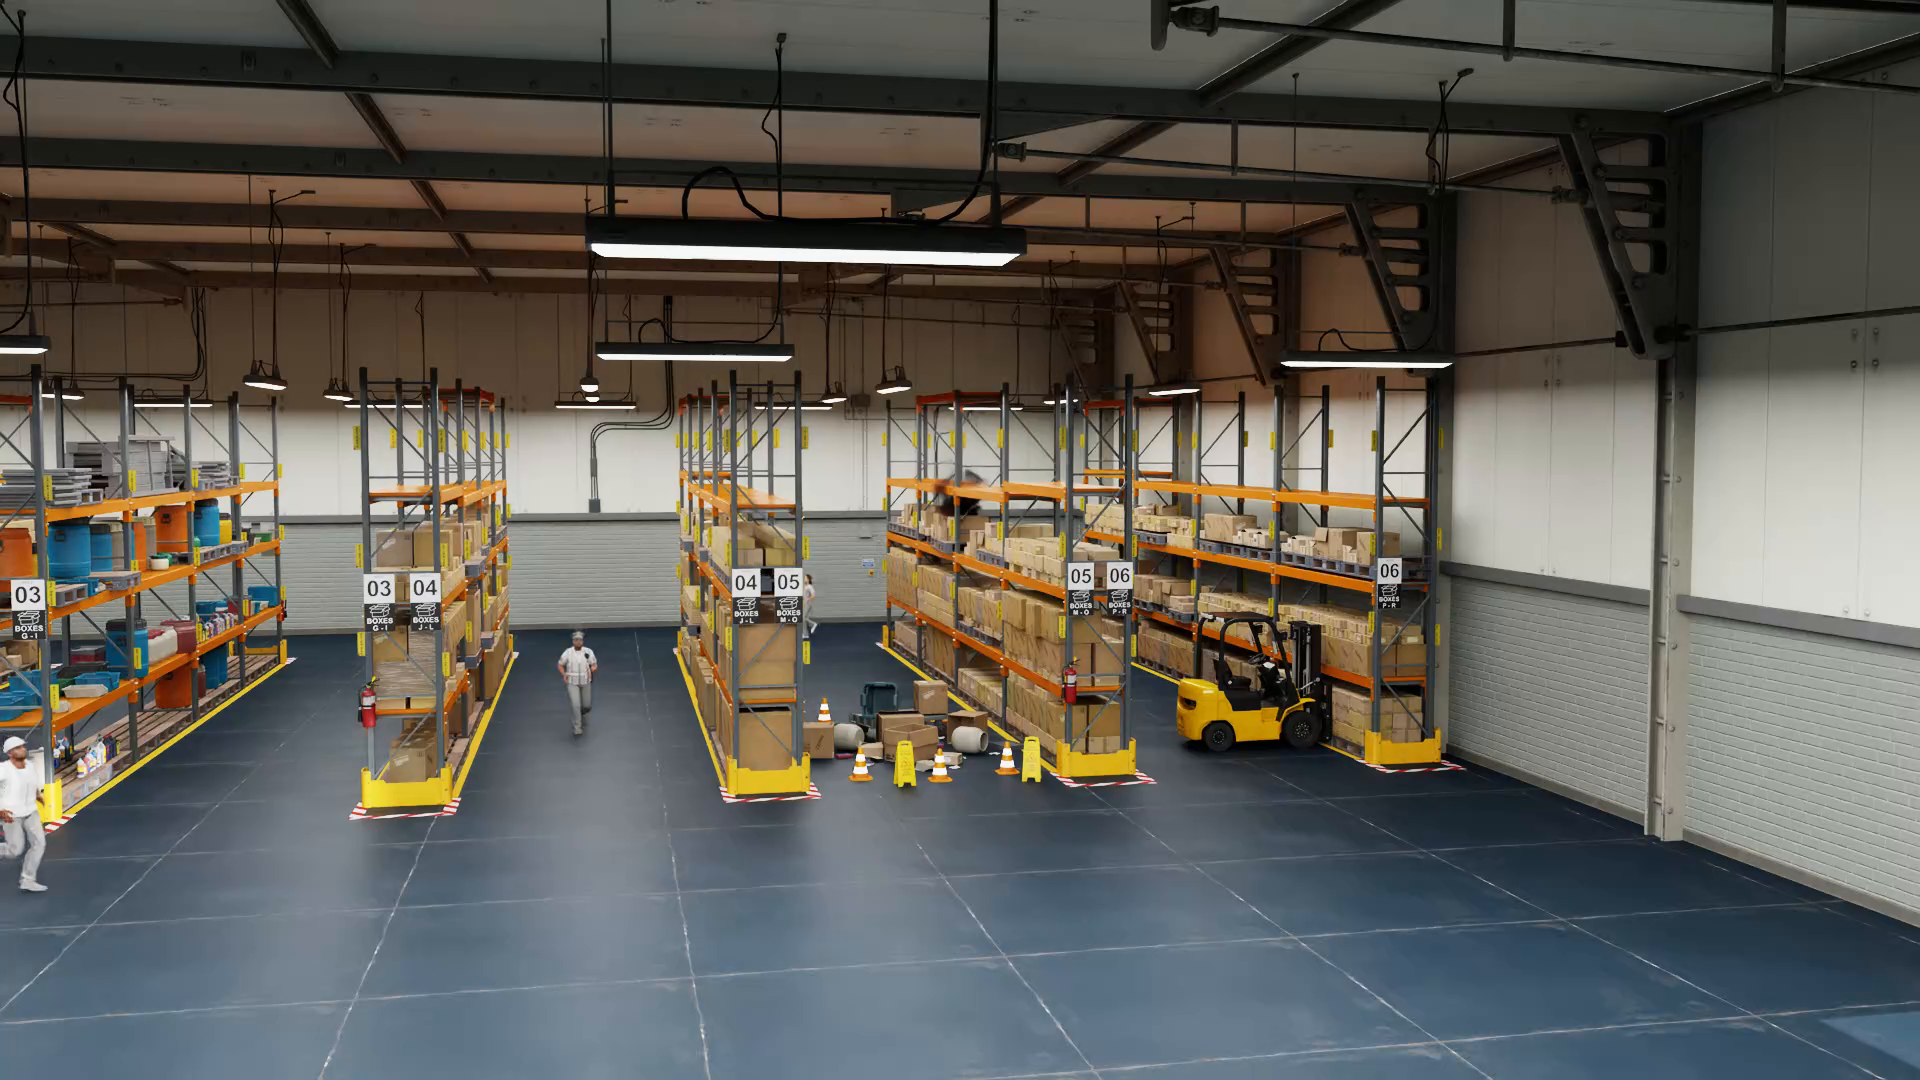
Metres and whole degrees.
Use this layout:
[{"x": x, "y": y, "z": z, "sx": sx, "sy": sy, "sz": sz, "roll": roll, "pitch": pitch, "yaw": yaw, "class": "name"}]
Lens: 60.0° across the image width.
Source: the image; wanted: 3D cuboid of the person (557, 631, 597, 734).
[{"x": -6.564, "y": 2.430, "z": 28.567, "sx": 0.669, "sy": 1.737, "sz": 0.733, "roll": -1, "pitch": 4, "yaw": -20, "class": "person"}]

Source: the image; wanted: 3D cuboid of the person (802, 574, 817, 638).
[{"x": -3.866, "y": 1.676, "z": 42.243, "sx": 0.594, "sy": 1.617, "sz": 0.563, "roll": -2, "pitch": 4, "yaw": -33, "class": "person"}]

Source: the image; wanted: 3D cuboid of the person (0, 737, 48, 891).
[{"x": -10.556, "y": 3.052, "z": 18.560, "sx": 0.759, "sy": 1.724, "sz": 0.695, "roll": 1, "pitch": 4, "yaw": 19, "class": "person"}]
